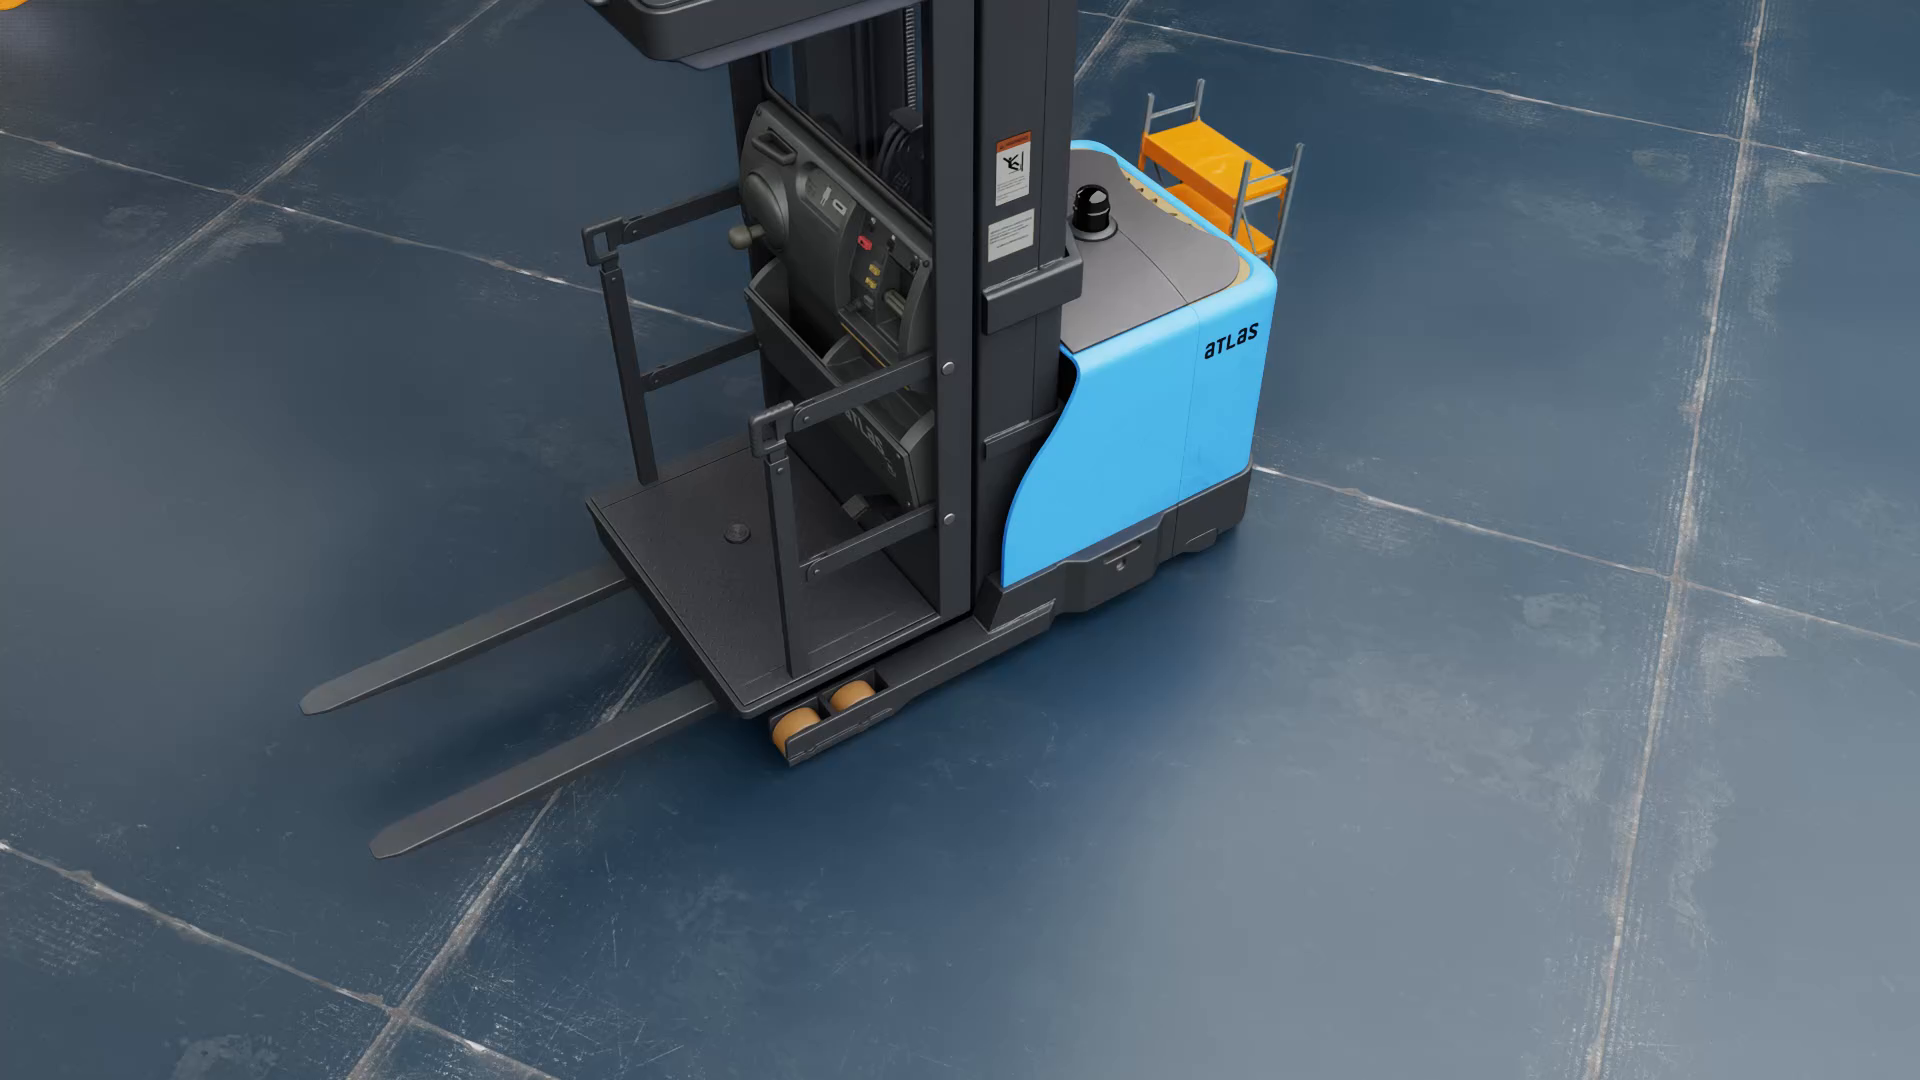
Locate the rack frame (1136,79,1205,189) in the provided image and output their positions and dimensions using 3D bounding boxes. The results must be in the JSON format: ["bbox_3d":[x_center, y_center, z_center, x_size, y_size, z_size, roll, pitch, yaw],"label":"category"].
[{"bbox_3d":[0.685,-1.071,5.963,0.240,1.200,0.015,-22,49,-27],"label":"rack frame"}]

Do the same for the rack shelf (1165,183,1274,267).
[{"bbox_3d":[0.832,-1.044,5.714,0.258,0.148,0.480,-22,49,-27],"label":"rack shelf"}]

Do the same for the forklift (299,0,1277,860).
[{"bbox_3d":[-0.525,-0.793,4.469,3.031,2.935,1.130,-25,50,-23],"label":"forklift"}]

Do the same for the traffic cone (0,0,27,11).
[{"bbox_3d":[-4.929,-2.992,8.429,0.334,0.463,0.336,16,47,16],"label":"traffic cone"}]

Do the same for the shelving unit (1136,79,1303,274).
[{"bbox_3d":[0.822,-0.928,5.820,0.258,1.200,0.503,-22,49,-27],"label":"shelving unit"}]

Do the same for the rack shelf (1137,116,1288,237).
[{"bbox_3d":[0.847,-1.218,5.555,0.258,0.148,0.480,-22,49,-27],"label":"rack shelf"}]

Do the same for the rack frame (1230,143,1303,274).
[{"bbox_3d":[0.959,-0.786,5.676,0.240,1.200,0.015,-22,49,-27],"label":"rack frame"}]
